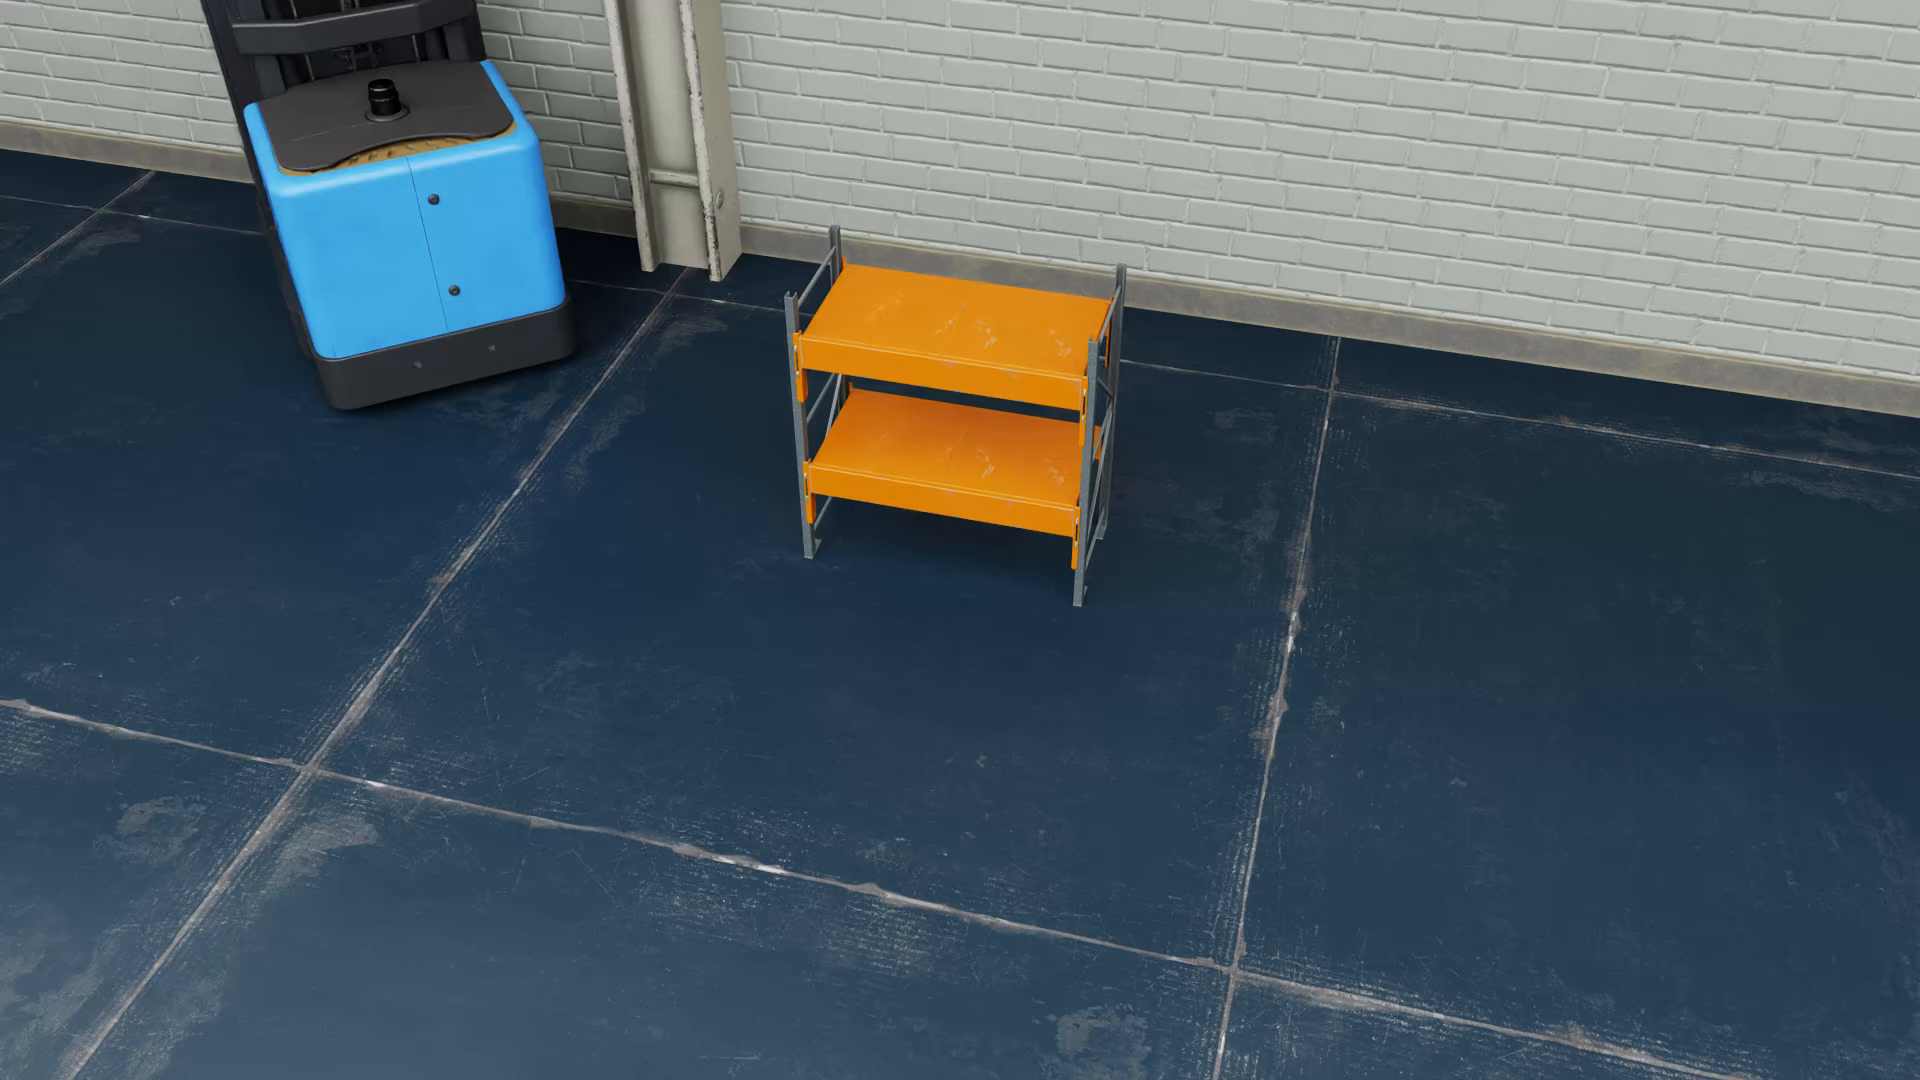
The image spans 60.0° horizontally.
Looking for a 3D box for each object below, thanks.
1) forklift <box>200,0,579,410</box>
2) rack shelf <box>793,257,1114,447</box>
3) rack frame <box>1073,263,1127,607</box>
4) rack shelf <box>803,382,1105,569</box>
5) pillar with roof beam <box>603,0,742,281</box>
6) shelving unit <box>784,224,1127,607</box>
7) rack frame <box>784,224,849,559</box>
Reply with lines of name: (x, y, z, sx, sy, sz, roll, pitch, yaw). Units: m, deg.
forklift: (-2.724, -2.599, 7.065, 1.130, 2.935, 3.031, -17, 43, -19)
rack shelf: (-0.007, -0.656, 5.701, 1.000, 0.278, 0.538, 10, 41, 11)
rack frame: (0.485, -0.347, 5.789, 0.032, 1.125, 0.500, 10, 41, 11)
rack shelf: (-0.007, -0.245, 6.047, 1.000, 0.278, 0.538, 10, 41, 11)
pillar with roof beam: (-2.368, -2.091, 1.743, 0.400, 9.000, 9.100, 10, 41, 11)
shelving unit: (-0.007, -0.432, 5.890, 1.048, 1.125, 0.538, 10, 41, 11)
rack frame: (-0.498, -0.516, 5.990, 0.032, 1.125, 0.500, 10, 41, 11)
